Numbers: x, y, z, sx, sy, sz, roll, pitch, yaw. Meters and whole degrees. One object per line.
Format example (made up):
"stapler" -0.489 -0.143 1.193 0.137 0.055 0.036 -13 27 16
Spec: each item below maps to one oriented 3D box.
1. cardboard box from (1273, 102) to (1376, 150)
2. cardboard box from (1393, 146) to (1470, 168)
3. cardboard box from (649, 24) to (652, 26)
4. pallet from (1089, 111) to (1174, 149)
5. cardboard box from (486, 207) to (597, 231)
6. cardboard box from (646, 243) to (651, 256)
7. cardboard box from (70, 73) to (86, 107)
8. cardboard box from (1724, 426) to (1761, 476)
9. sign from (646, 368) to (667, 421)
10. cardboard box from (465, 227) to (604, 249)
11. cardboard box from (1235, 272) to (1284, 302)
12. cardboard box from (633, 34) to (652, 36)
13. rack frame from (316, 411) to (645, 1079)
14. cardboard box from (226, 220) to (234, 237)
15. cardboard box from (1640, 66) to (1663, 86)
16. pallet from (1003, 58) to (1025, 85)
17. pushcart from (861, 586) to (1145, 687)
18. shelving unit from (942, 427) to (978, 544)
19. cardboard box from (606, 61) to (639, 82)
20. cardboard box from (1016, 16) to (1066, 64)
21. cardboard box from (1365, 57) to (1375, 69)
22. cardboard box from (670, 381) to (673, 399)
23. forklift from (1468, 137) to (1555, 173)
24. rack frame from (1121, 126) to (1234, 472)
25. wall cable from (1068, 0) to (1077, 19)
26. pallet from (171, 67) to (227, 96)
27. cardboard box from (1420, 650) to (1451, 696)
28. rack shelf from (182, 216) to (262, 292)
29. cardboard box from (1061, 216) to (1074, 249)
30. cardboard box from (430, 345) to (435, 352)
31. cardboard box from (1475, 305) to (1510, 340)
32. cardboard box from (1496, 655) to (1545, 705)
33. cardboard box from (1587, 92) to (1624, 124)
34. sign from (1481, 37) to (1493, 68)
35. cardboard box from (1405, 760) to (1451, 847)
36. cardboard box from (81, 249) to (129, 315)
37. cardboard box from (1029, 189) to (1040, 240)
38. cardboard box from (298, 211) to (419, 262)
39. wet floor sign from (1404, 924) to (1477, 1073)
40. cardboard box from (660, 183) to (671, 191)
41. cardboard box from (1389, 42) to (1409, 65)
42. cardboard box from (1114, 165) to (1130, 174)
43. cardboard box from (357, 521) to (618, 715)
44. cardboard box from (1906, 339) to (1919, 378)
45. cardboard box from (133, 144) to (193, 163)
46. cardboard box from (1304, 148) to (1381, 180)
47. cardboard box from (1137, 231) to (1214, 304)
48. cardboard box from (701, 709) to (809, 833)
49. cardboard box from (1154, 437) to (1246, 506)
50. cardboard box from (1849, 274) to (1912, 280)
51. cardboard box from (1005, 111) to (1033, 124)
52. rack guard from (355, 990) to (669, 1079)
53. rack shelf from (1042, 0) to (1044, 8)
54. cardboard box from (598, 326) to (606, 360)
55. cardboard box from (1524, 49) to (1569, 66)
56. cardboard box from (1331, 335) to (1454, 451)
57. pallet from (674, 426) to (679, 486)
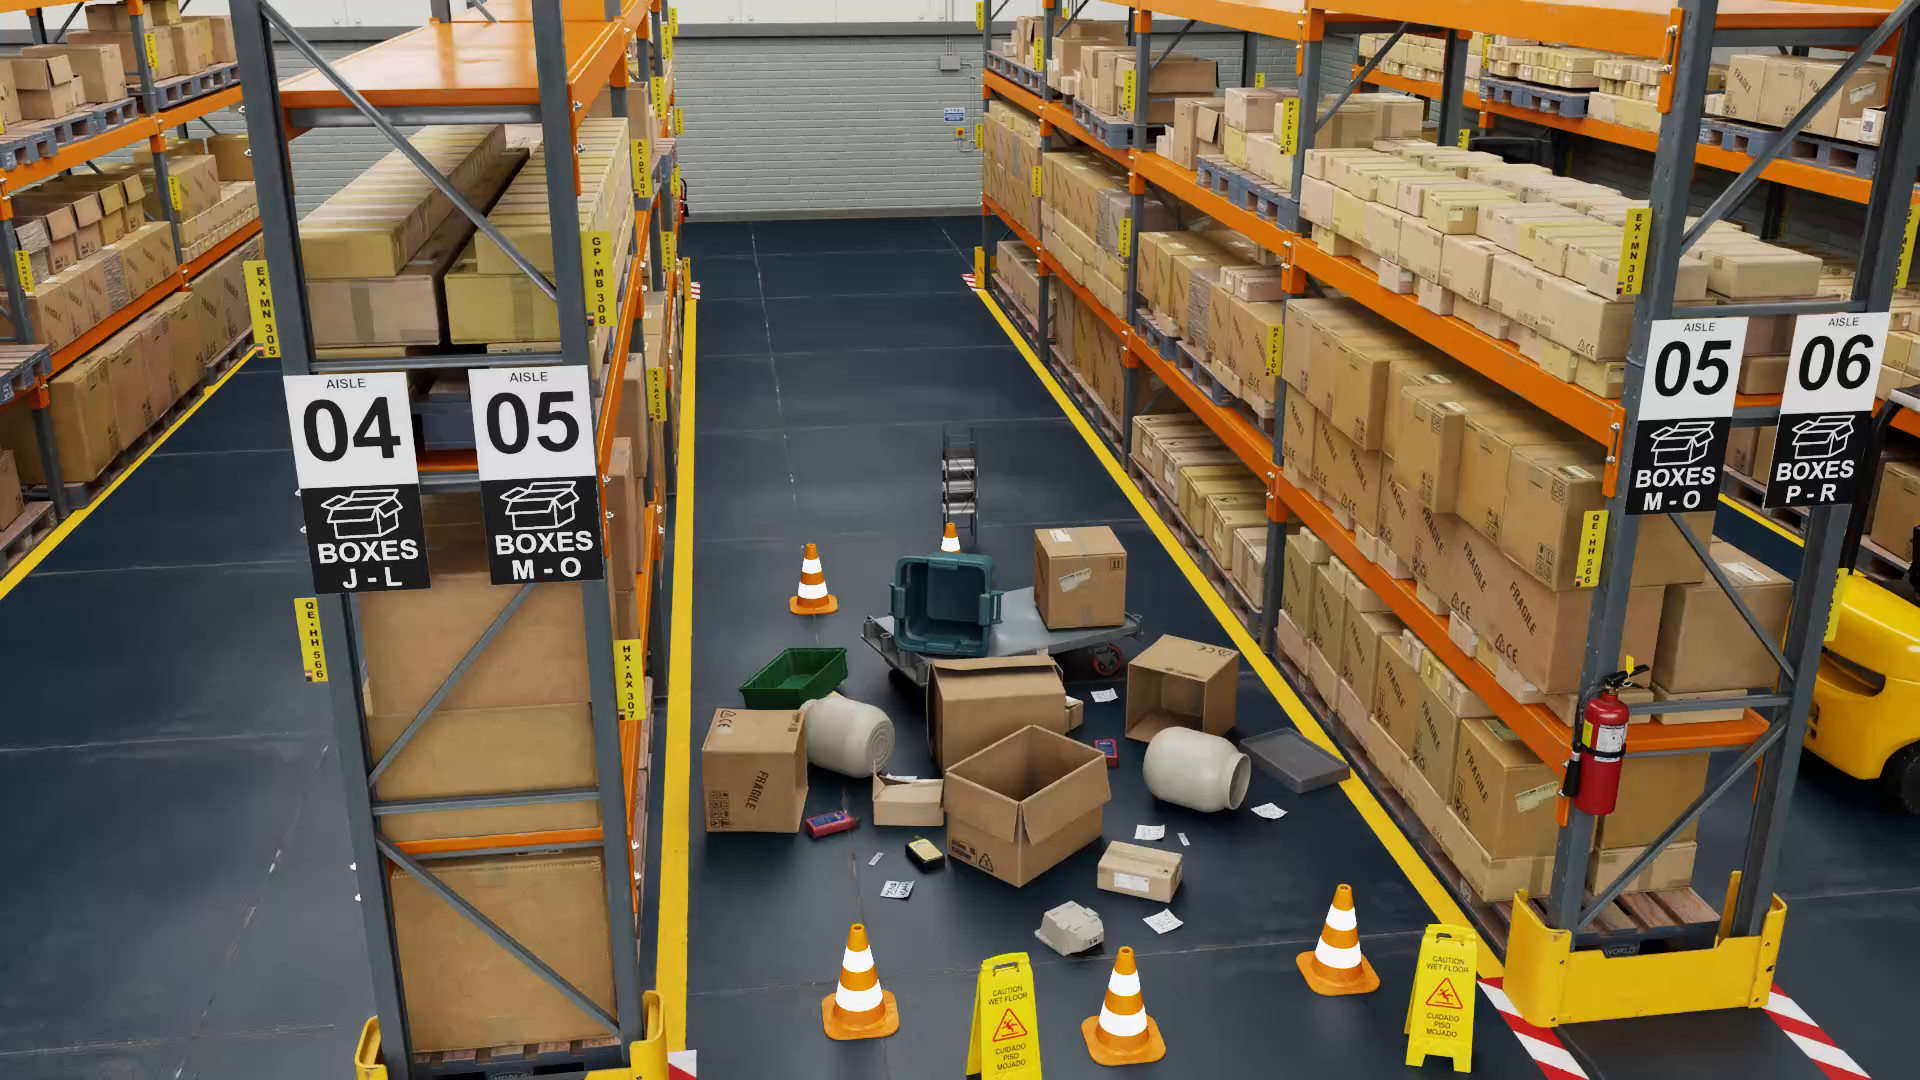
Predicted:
"cardboard box" 2.320 -2.639 10.607 0.500 0.250 0.500 -2 21 -7
"cardboard box" 2.791 -2.241 9.862 0.380 0.149 0.250 -2 21 -7
"cardboard box" -3.769 -6.026 19.705 0.380 0.149 0.250 -4 21 -9
"pallet" 1.807 -3.601 14.553 1.213 0.211 1.003 -2 21 -5
"cardboard box" -1.546 -1.132 6.150 0.380 0.149 0.250 -3 21 -7
"cardboard box" -2.878 -2.485 14.490 0.380 0.149 0.250 -3 21 -8
"cardboard box" -8.361 -4.125 15.213 0.500 0.311 0.500 -4 21 -10
"cardboard box" 7.042 -0.957 14.286 0.875 0.625 0.625 -2 21 -6
"sign" -1.805 -0.865 9.896 0.100 0.325 0.005 -3 21 -8
"cardboard box" -1.668 -1.083 6.588 0.500 0.250 0.500 -3 21 -8
"cardboard box" 2.127 -1.752 11.525 0.380 0.149 0.250 -4 21 -9
"cardboard box" -3.458 -5.394 18.013 0.380 0.149 0.250 -4 21 -9
"rack frame" -1.778 0.991 6.277 1.000 3.000 0.127 -3 21 -8
"cardboard box" -8.370 -3.490 18.633 0.380 0.149 0.250 -4 21 -9
"cardboard box" 6.500 -4.267 15.285 0.380 0.149 0.250 -4 21 -10
"pallet" 1.096 -5.518 19.542 1.003 0.211 1.213 -3 21 -8
"pushcart" 0.280 0.682 10.851 1.648 0.377 0.936 -11 23 -26
"shelving unit" -0.001 -0.424 13.066 0.258 0.900 0.210 -3 21 -8
"cardboard box" -2.791 -3.922 13.907 0.396 0.266 0.258 -3 21 -8
"cardboard box" 0.942 -5.824 19.349 0.500 0.500 0.500 -3 21 -7
"cardboard box" 5.527 -6.251 21.737 0.380 0.149 0.250 -2 21 -7
"cardboard box" -2.791 -1.407 14.597 0.500 0.250 0.500 -4 21 -10
"forklift" 4.488 -1.733 13.667 1.130 2.935 3.031 -3 21 -8
"rack frame" 1.953 -2.064 14.455 1.000 3.000 0.127 -3 21 -8
"wall cable" 3.208 -9.781 26.490 2.988 3.039 0.133 -3 21 -8
"pallet" -8.710 -5.018 18.204 1.003 0.211 1.213 -3 21 -8
"cardboard box" 2.580 0.667 8.474 0.380 0.149 0.250 -3 21 -7
"rack shelf" -8.719 -3.304 18.805 1.077 0.370 4.000 -3 21 -8
"cardboard box" 1.310 -3.091 16.705 0.500 0.250 0.500 -3 21 -7
"cardboard box" -2.234 -0.815 6.439 0.380 0.149 0.250 -3 21 -7
"cardboard box" 2.651 -1.044 7.796 0.380 0.149 0.250 -3 21 -8
"cardboard box" 2.694 0.623 7.620 0.380 0.149 0.250 -3 21 -8
"cardboard box" 6.404 -4.163 16.003 0.500 0.250 0.500 -3 21 -8
"sign" 5.752 -5.318 18.141 0.100 0.325 0.005 -3 21 -8
"cardboard box" 2.656 1.351 8.641 0.500 0.250 0.500 -3 21 -8
"cardboard box" -7.879 -2.322 15.002 0.500 0.500 0.500 -3 21 -8
"cardboard box" 1.056 -3.643 18.541 0.500 0.500 0.500 -3 21 -7
"cardboard box" -2.197 -1.100 6.063 0.380 0.149 0.250 -3 21 -7
"wet floor sign" 2.075 1.929 7.130 0.267 0.644 0.232 4 21 11
"cardboard box" -3.332 -3.987 17.607 0.500 0.500 0.500 -2 21 -6
"cardboard box" 5.659 -6.039 20.601 0.500 0.250 0.500 -4 21 -9
"cardboard box" 1.825 -3.467 16.639 0.500 0.500 0.500 -2 21 -6
"cardboard box" -1.793 0.284 6.411 0.875 0.550 0.550 -3 21 -8
"cardboard box" 7.117 -1.252 11.780 0.500 0.250 0.500 -3 21 -9
"cardboard box" -9.052 -4.222 18.951 0.500 0.500 0.500 -3 21 -9
"cardboard box" 2.252 -2.214 9.790 0.380 0.149 0.250 -3 21 -9
"cardboard box" 1.789 -2.279 13.863 0.500 0.500 0.500 -4 21 -9
"cardboard box" -1.115 1.261 9.121 0.500 0.500 0.500 1 20 2
"cardboard box" 2.139 -0.578 13.633 0.950 0.372 0.625 -3 21 -9
"cardboard box" 7.352 -2.033 13.303 0.380 0.149 0.250 -2 21 -6
"cardboard box" 0.749 -5.066 19.994 0.380 0.149 0.250 -3 21 -7
"rack guard" -1.774 2.170 6.692 1.175 0.500 0.348 -3 21 -8
"rack shelf" 1.088 -6.427 19.163 1.077 0.370 4.000 -3 21 -8
"cardboard box" -1.547 -0.764 6.302 0.380 0.149 0.250 -3 21 -7
"cardboard box" 6.063 -4.979 17.163 0.380 0.149 0.250 -3 21 -9
"cardboard box" 2.476 -0.817 9.120 0.700 0.500 0.500 -3 21 -9
"pallet" -3.042 -0.744 14.905 1.003 0.211 1.213 -3 21 -8
